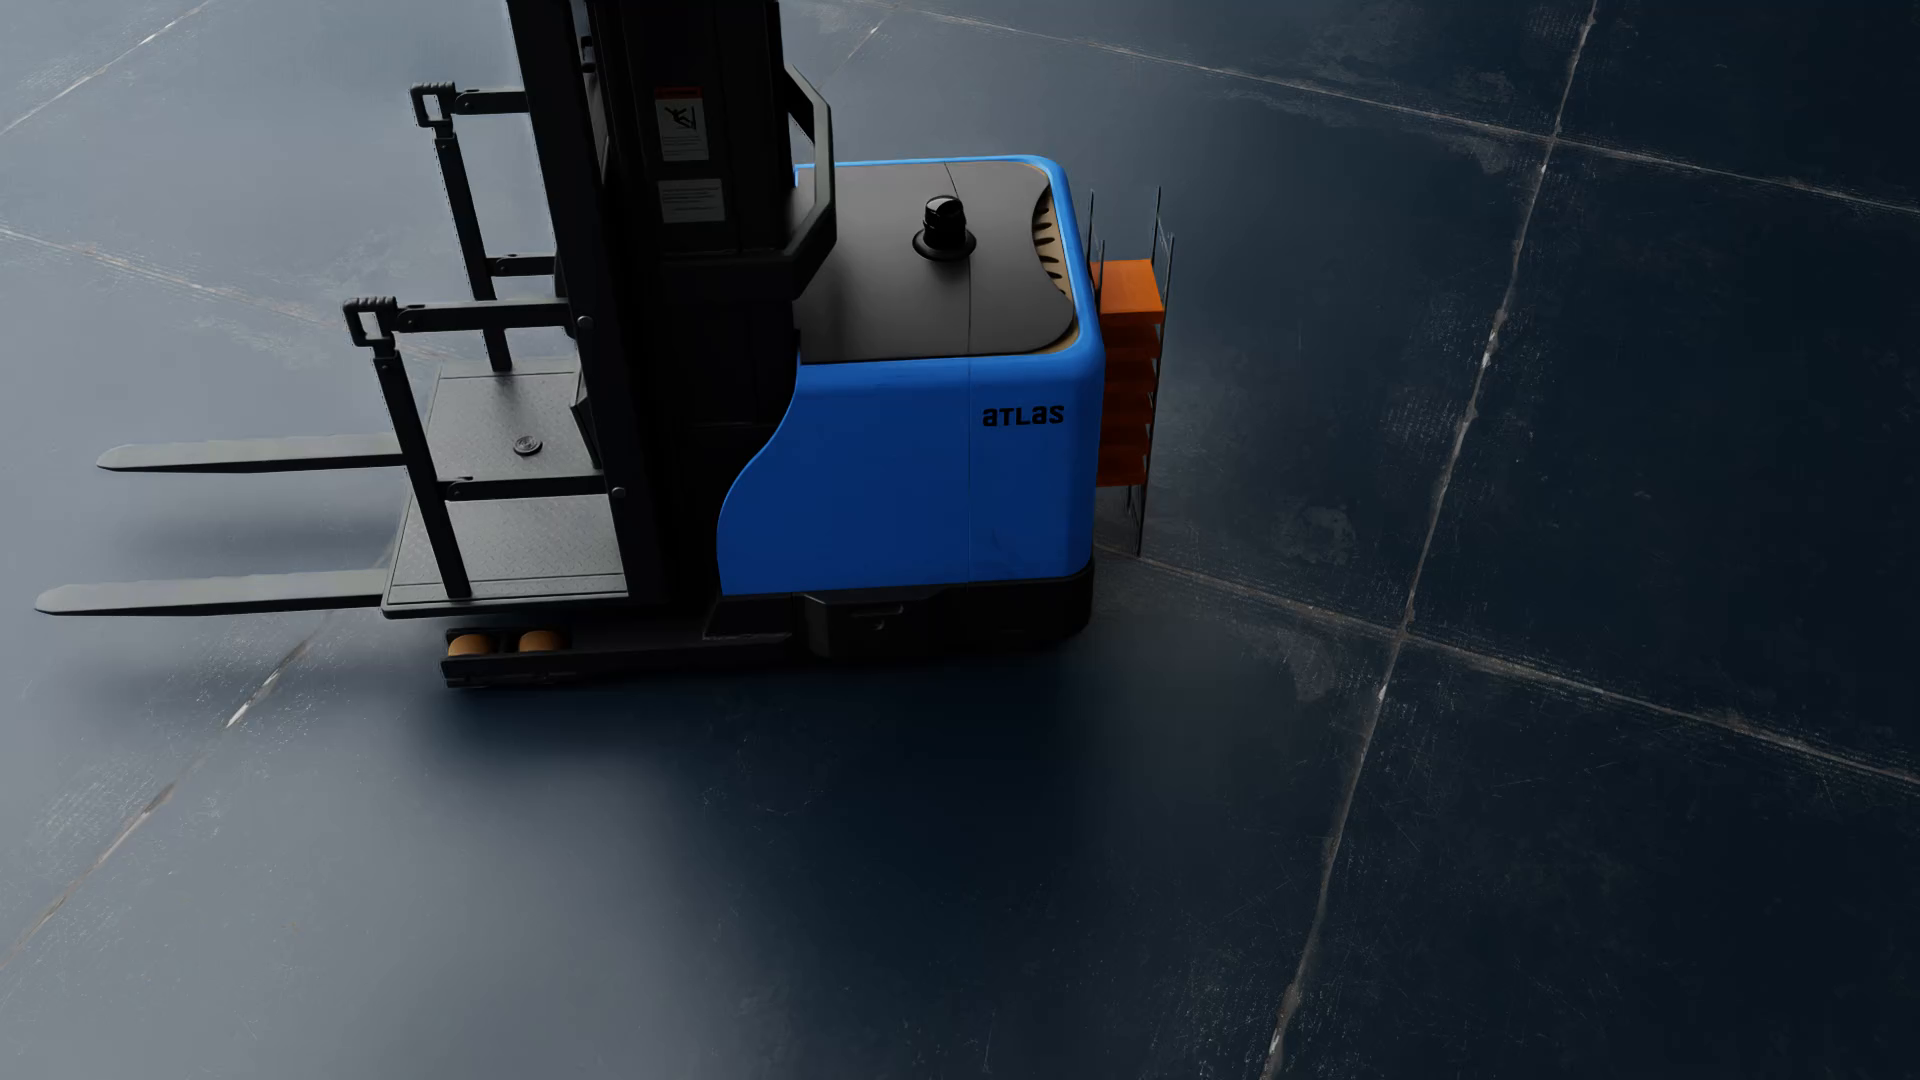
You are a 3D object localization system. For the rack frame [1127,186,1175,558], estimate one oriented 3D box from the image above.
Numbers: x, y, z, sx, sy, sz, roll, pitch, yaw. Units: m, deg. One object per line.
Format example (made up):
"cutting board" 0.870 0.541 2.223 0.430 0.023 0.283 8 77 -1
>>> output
"rack frame" 0.550 -0.452 4.854 0.006 1.200 0.240 -3 45 -3

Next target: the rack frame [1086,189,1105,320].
"rack frame" 0.367 -0.442 4.844 0.006 1.200 0.240 -3 45 -3

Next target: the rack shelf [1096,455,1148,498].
"rack shelf" 0.458 -0.246 5.049 0.180 0.103 0.258 -3 45 -3

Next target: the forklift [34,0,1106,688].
"forklift" -1.154 -0.998 4.175 3.031 2.935 1.130 -3 45 -3

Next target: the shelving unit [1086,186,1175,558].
"shelving unit" 0.458 -0.447 4.849 0.189 1.200 0.258 -3 45 -3

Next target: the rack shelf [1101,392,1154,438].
"rack shelf" 0.458 -0.416 4.880 0.180 0.103 0.258 -3 45 -3

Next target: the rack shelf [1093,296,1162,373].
"rack shelf" 0.458 -0.586 4.711 0.180 0.103 0.258 -3 45 -3

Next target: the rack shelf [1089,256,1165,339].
"rack shelf" 0.458 -0.671 4.626 0.180 0.103 0.258 -3 45 -3

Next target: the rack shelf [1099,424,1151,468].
"rack shelf" 0.458 -0.331 4.965 0.180 0.103 0.258 -3 45 -3

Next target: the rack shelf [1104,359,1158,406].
"rack shelf" 0.458 -0.501 4.796 0.180 0.103 0.258 -3 45 -3
